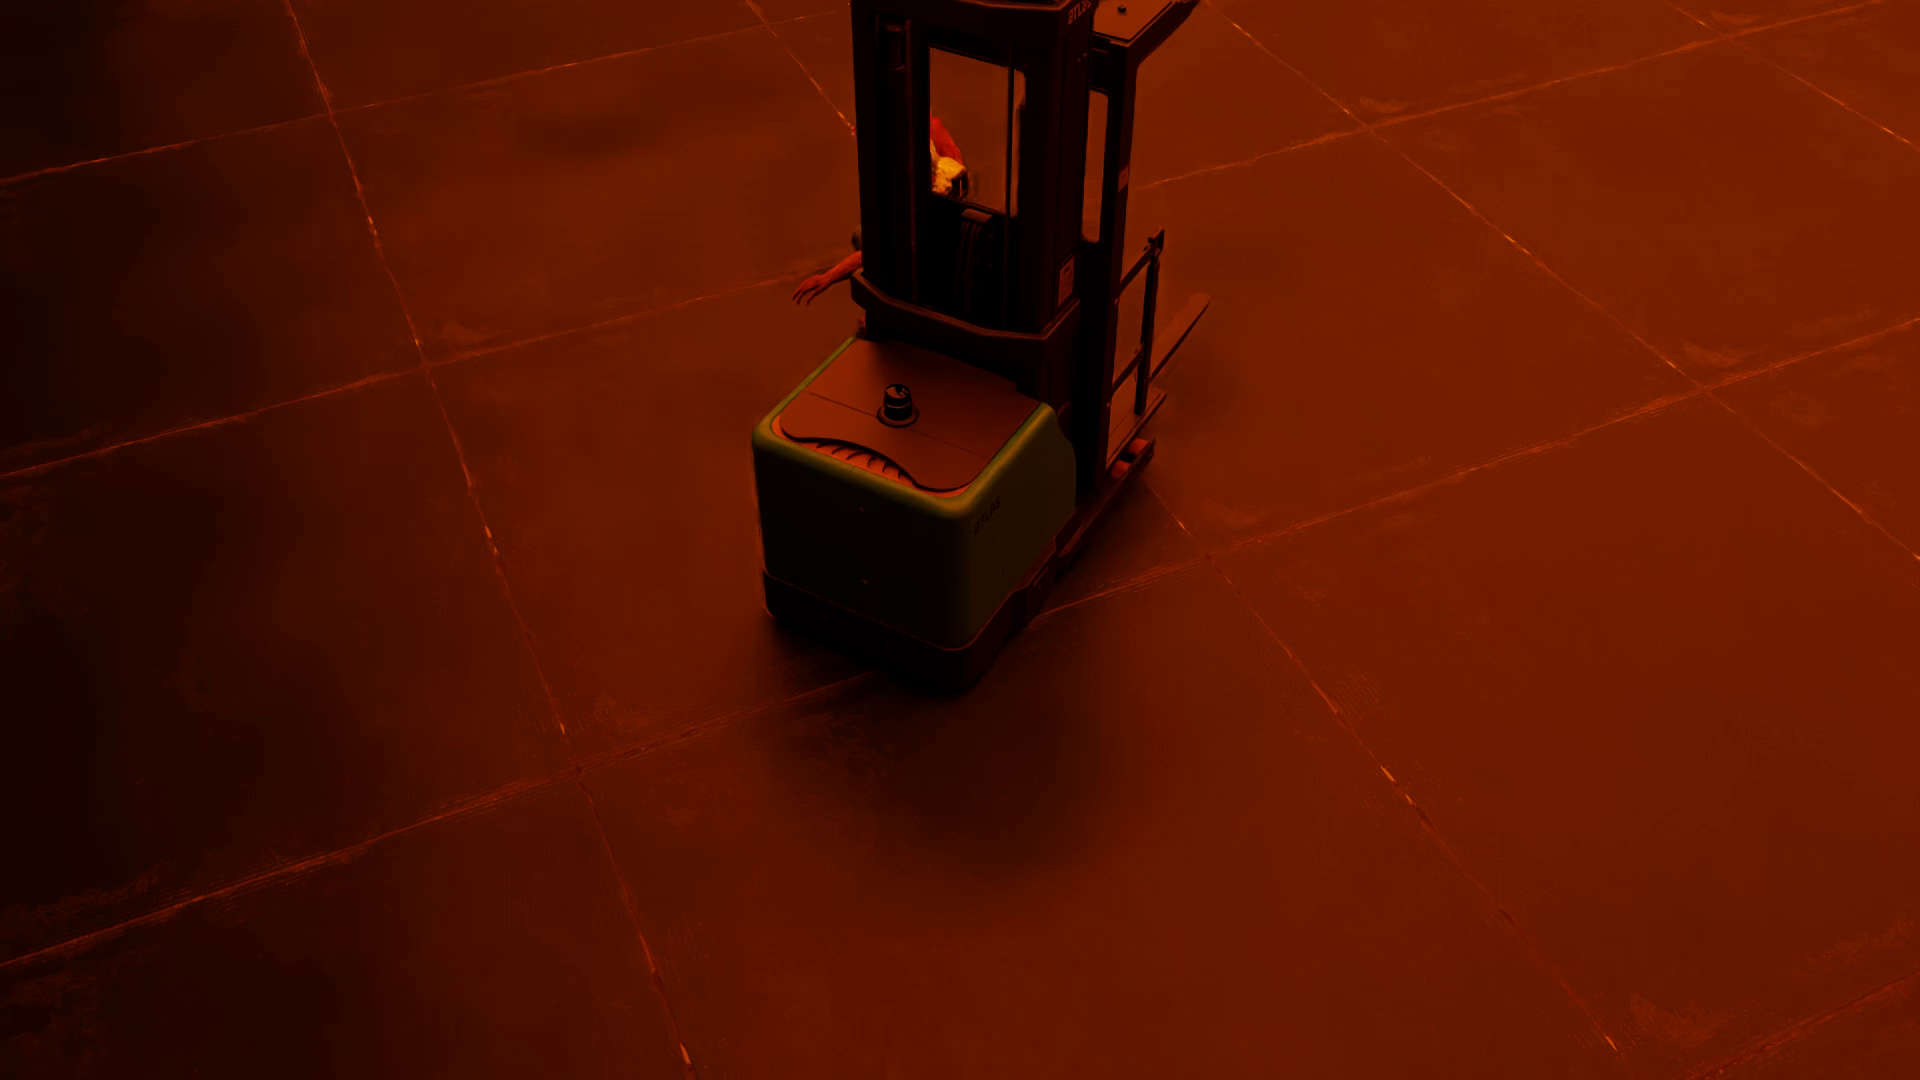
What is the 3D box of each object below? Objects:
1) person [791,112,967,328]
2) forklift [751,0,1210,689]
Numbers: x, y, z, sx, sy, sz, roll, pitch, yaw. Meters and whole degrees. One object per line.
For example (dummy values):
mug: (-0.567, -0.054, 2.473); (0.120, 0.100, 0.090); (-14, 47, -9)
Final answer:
person: (-0.504, -1.392, 8.252); (1.059, 1.472, 0.915); (-21, 47, -21)
forklift: (0.301, -1.434, 7.217); (1.130, 2.935, 3.031); (21, 47, 21)
